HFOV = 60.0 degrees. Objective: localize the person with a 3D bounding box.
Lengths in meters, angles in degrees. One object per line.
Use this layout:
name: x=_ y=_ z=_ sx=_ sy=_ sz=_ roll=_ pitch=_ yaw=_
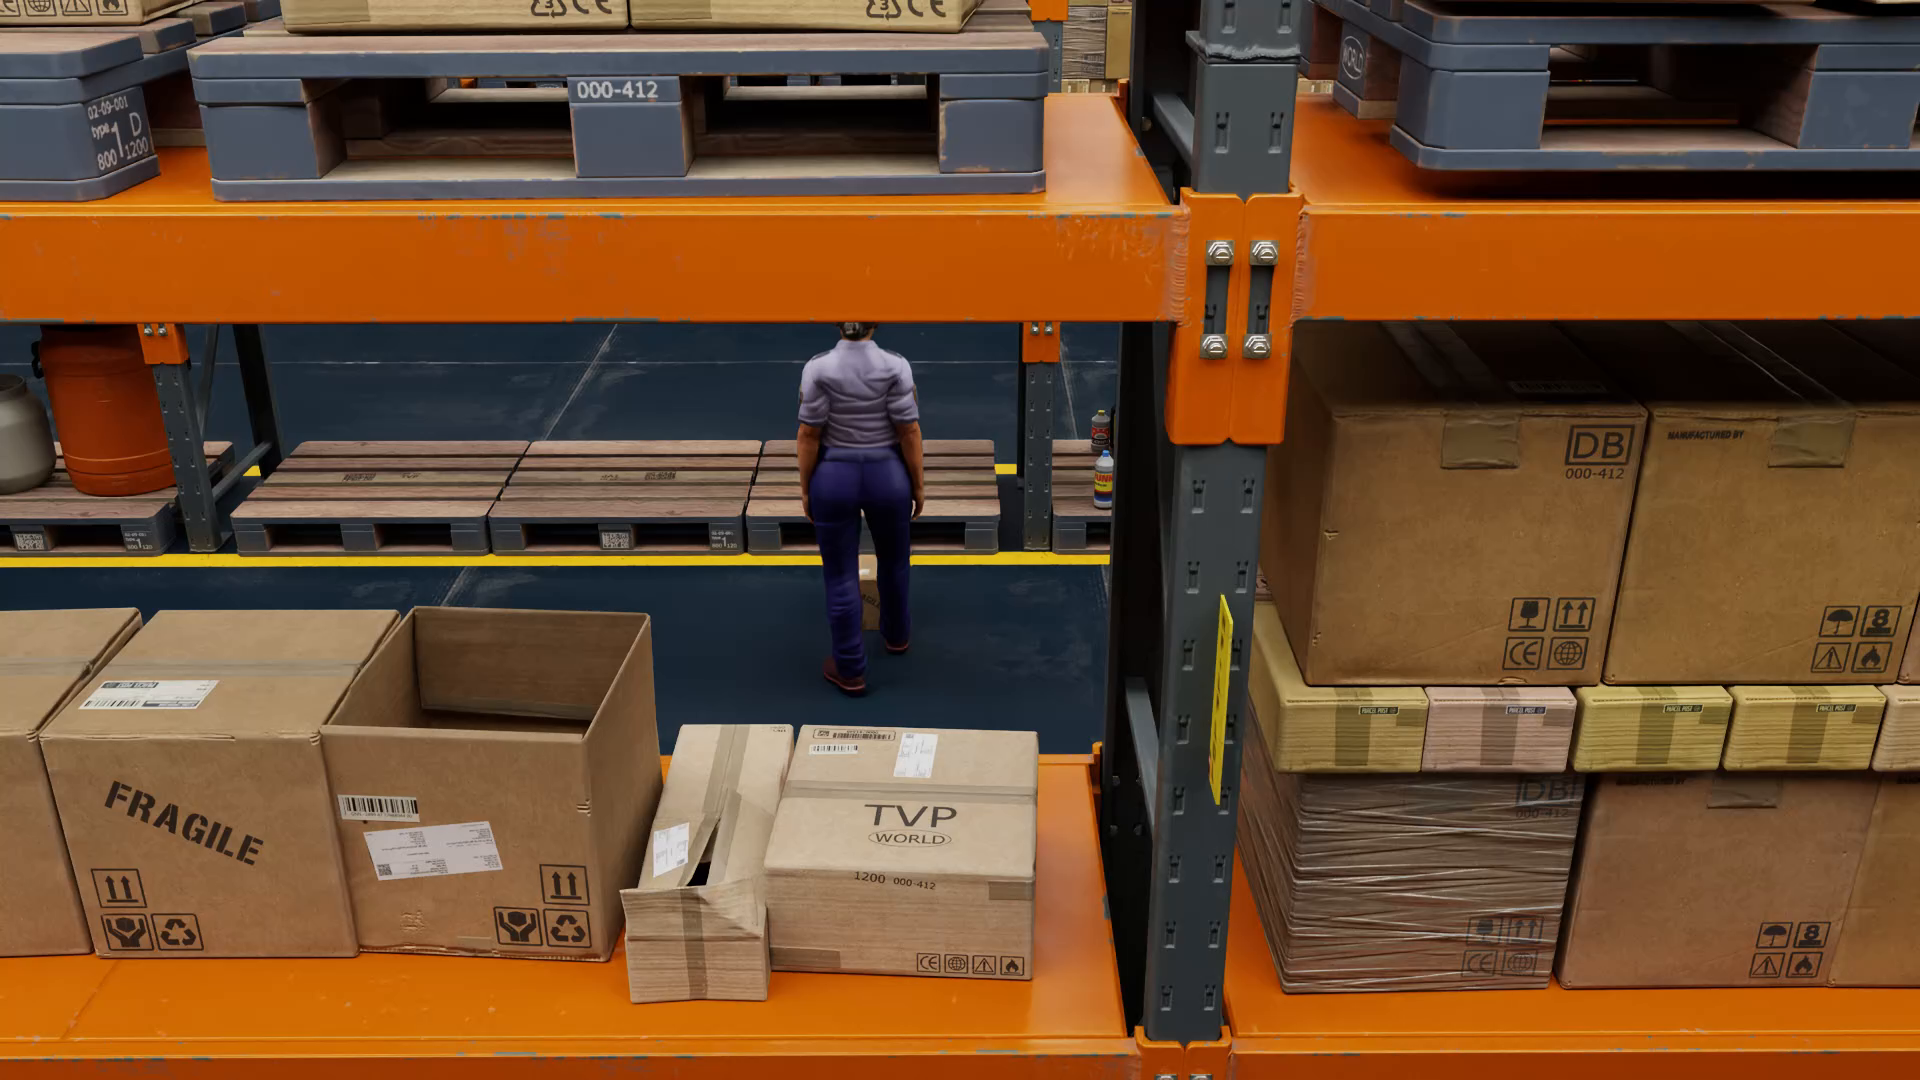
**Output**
person: x=-0.399 y=-0.245 z=6.651 sx=0.495 sy=1.640 sz=0.644 roll=-3 pitch=24 yaw=-6
